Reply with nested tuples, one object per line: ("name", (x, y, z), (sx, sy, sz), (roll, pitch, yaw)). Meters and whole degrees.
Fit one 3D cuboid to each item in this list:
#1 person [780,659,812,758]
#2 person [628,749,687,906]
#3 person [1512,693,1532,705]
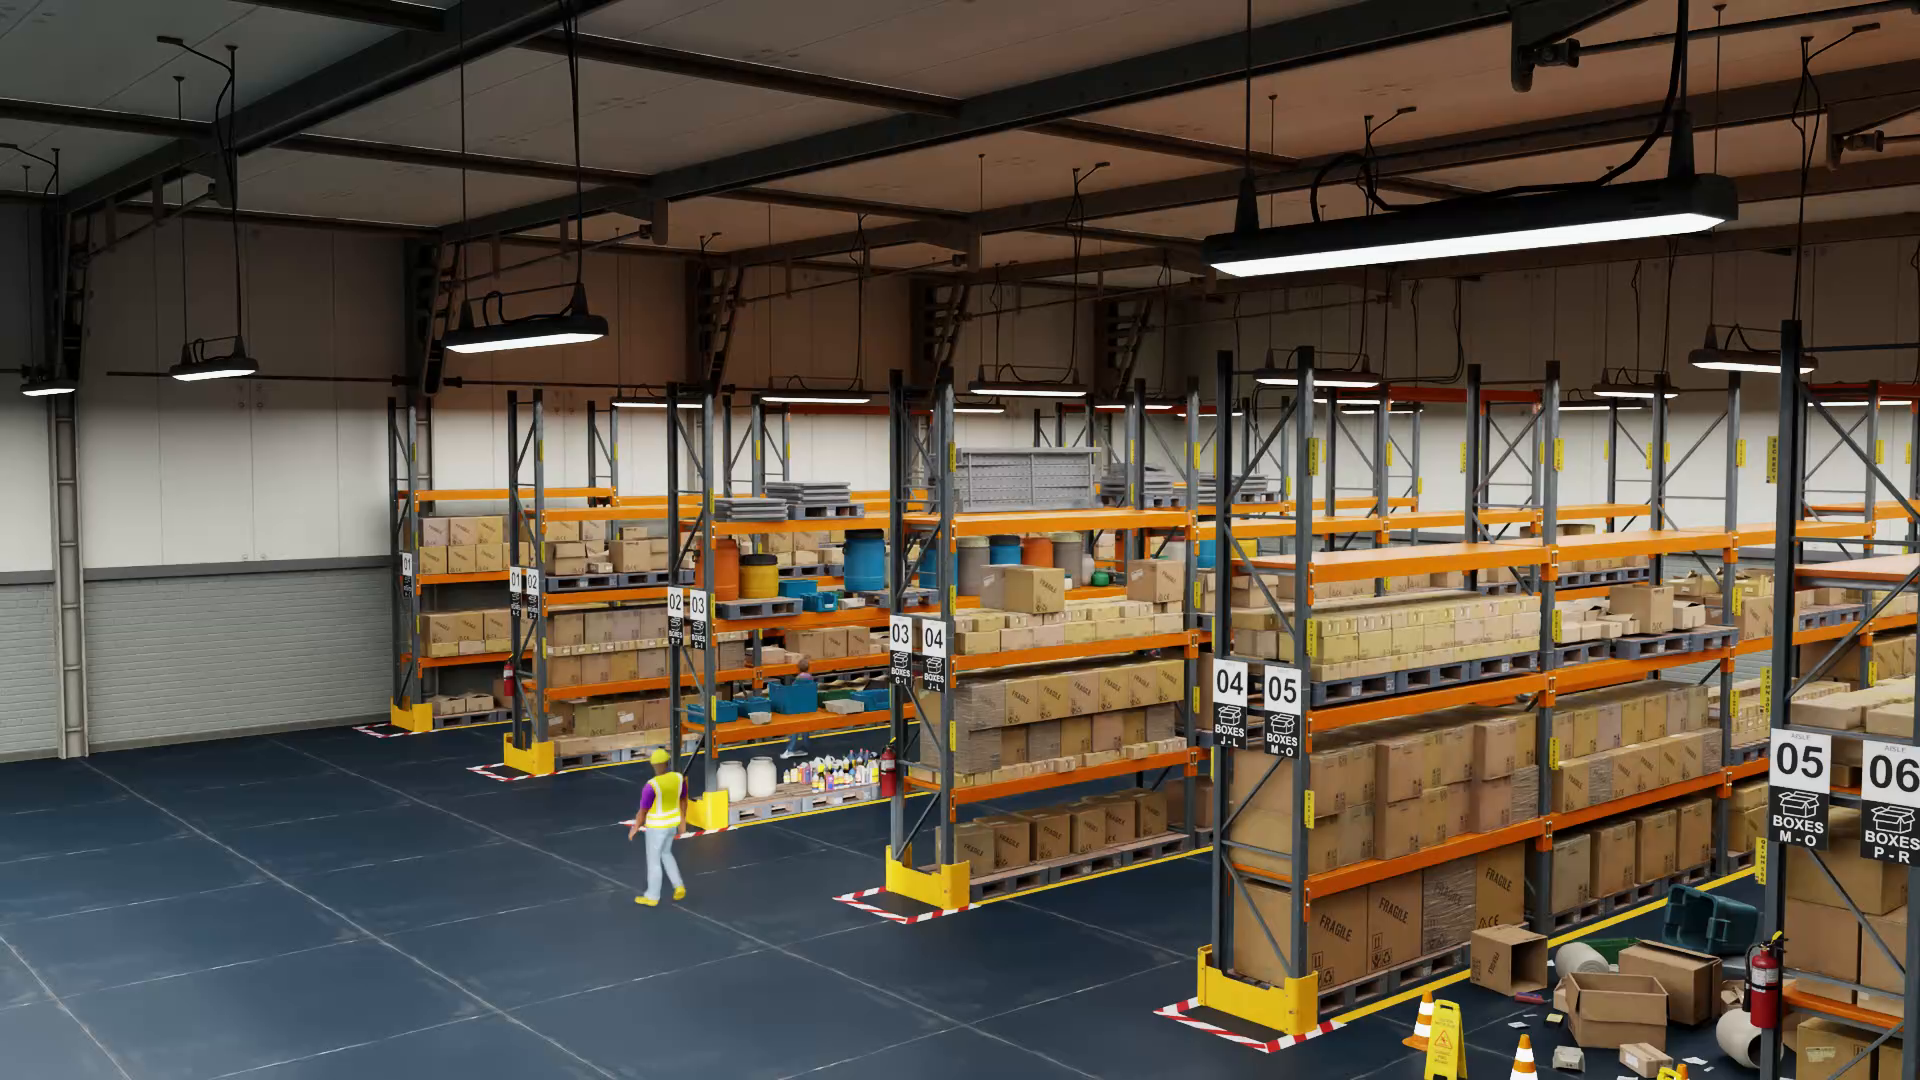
("person", (-2.675, 2.783, 27.376), (0.393, 1.577, 0.521), (2, 4, 30))
("person", (-3.376, 3.196, 18.592), (0.545, 1.764, 0.651), (2, 4, 30))
("person", (7.885, 2.942, 23.779), (0.539, 1.687, 0.479), (1, 3, 11))
